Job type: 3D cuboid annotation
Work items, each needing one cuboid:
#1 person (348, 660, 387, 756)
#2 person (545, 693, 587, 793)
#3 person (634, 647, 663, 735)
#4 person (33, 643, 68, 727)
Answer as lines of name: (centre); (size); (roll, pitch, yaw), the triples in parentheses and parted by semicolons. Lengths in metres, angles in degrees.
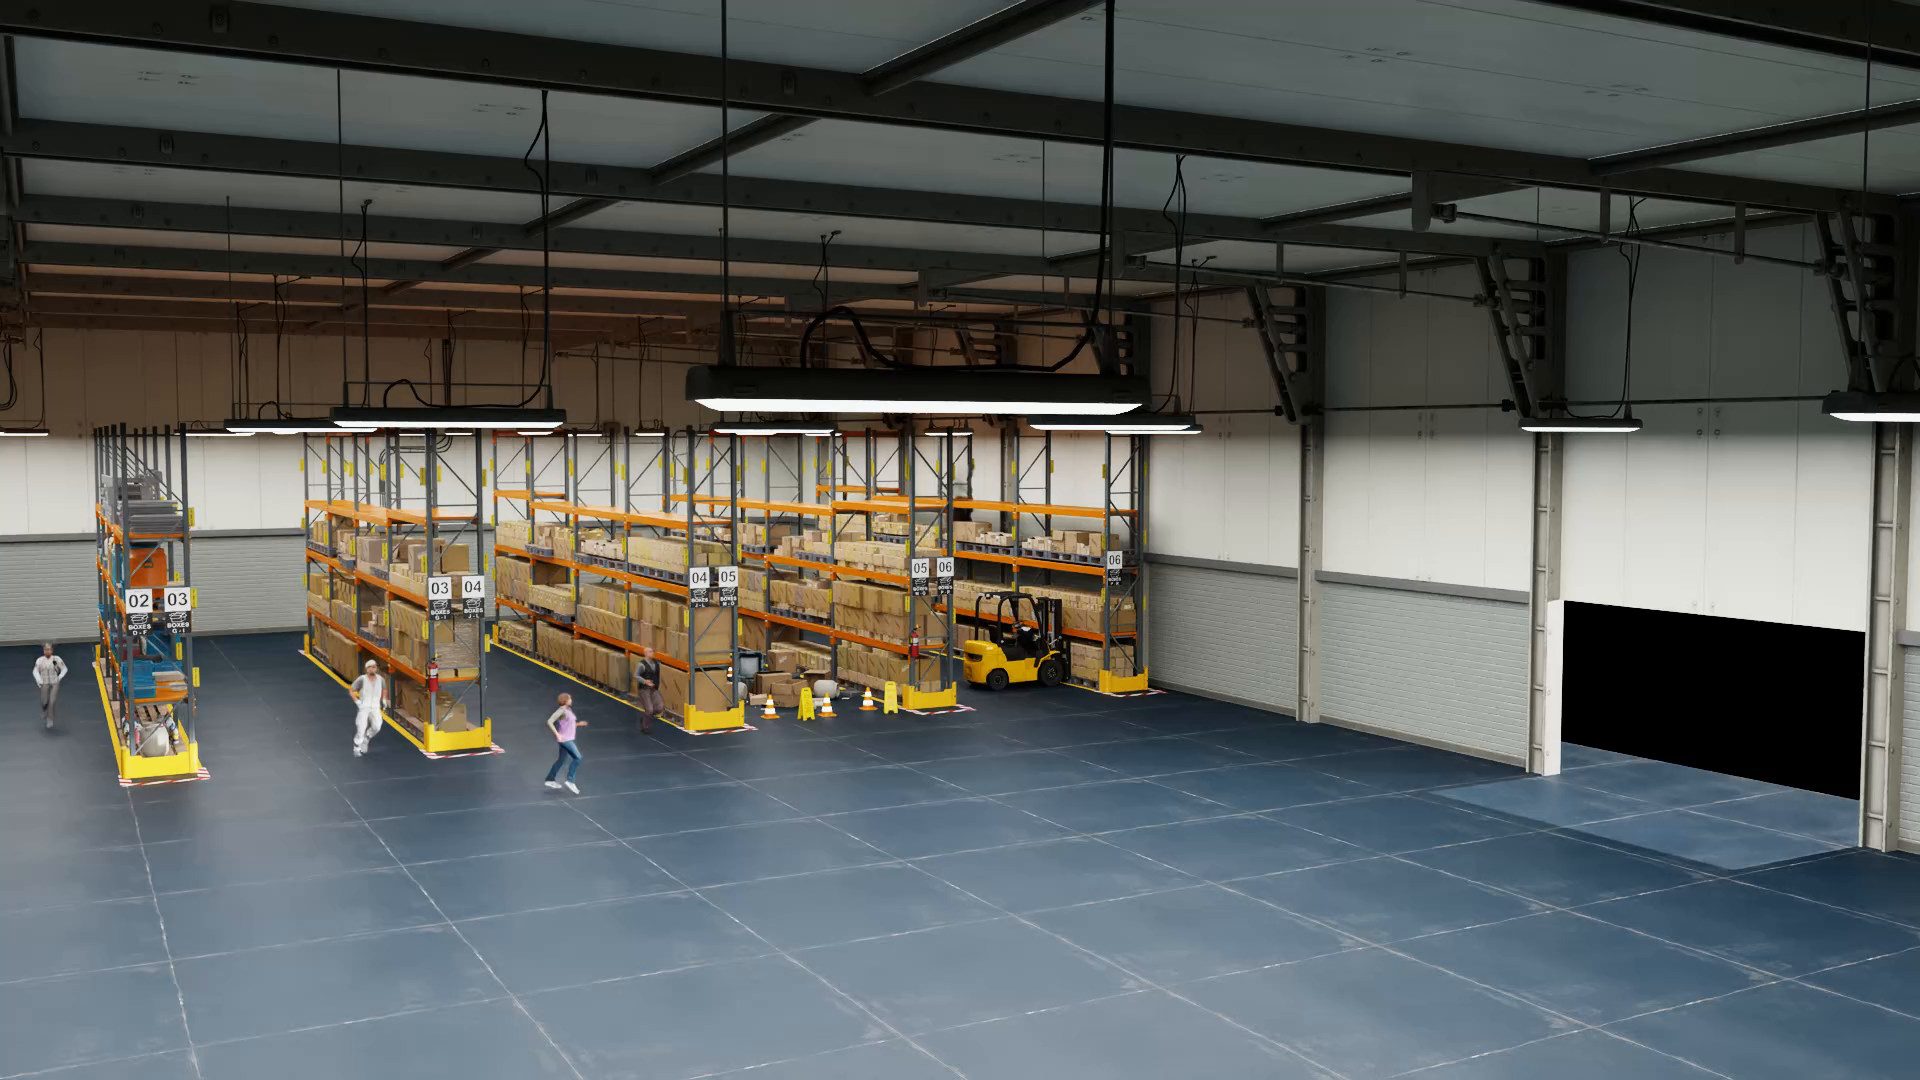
person: (-10.654, 3.036, 30.068); (0.723, 1.725, 0.529); (-3, 4, -38)
person: (-6.396, 3.288, 26.963); (0.703, 1.639, 0.503); (0, 3, -5)
person: (-6.031, 2.930, 32.370); (0.582, 1.693, 0.675); (3, 5, 42)
person: (-18.242, 2.882, 33.368); (0.615, 1.676, 0.603); (-1, 4, -23)
